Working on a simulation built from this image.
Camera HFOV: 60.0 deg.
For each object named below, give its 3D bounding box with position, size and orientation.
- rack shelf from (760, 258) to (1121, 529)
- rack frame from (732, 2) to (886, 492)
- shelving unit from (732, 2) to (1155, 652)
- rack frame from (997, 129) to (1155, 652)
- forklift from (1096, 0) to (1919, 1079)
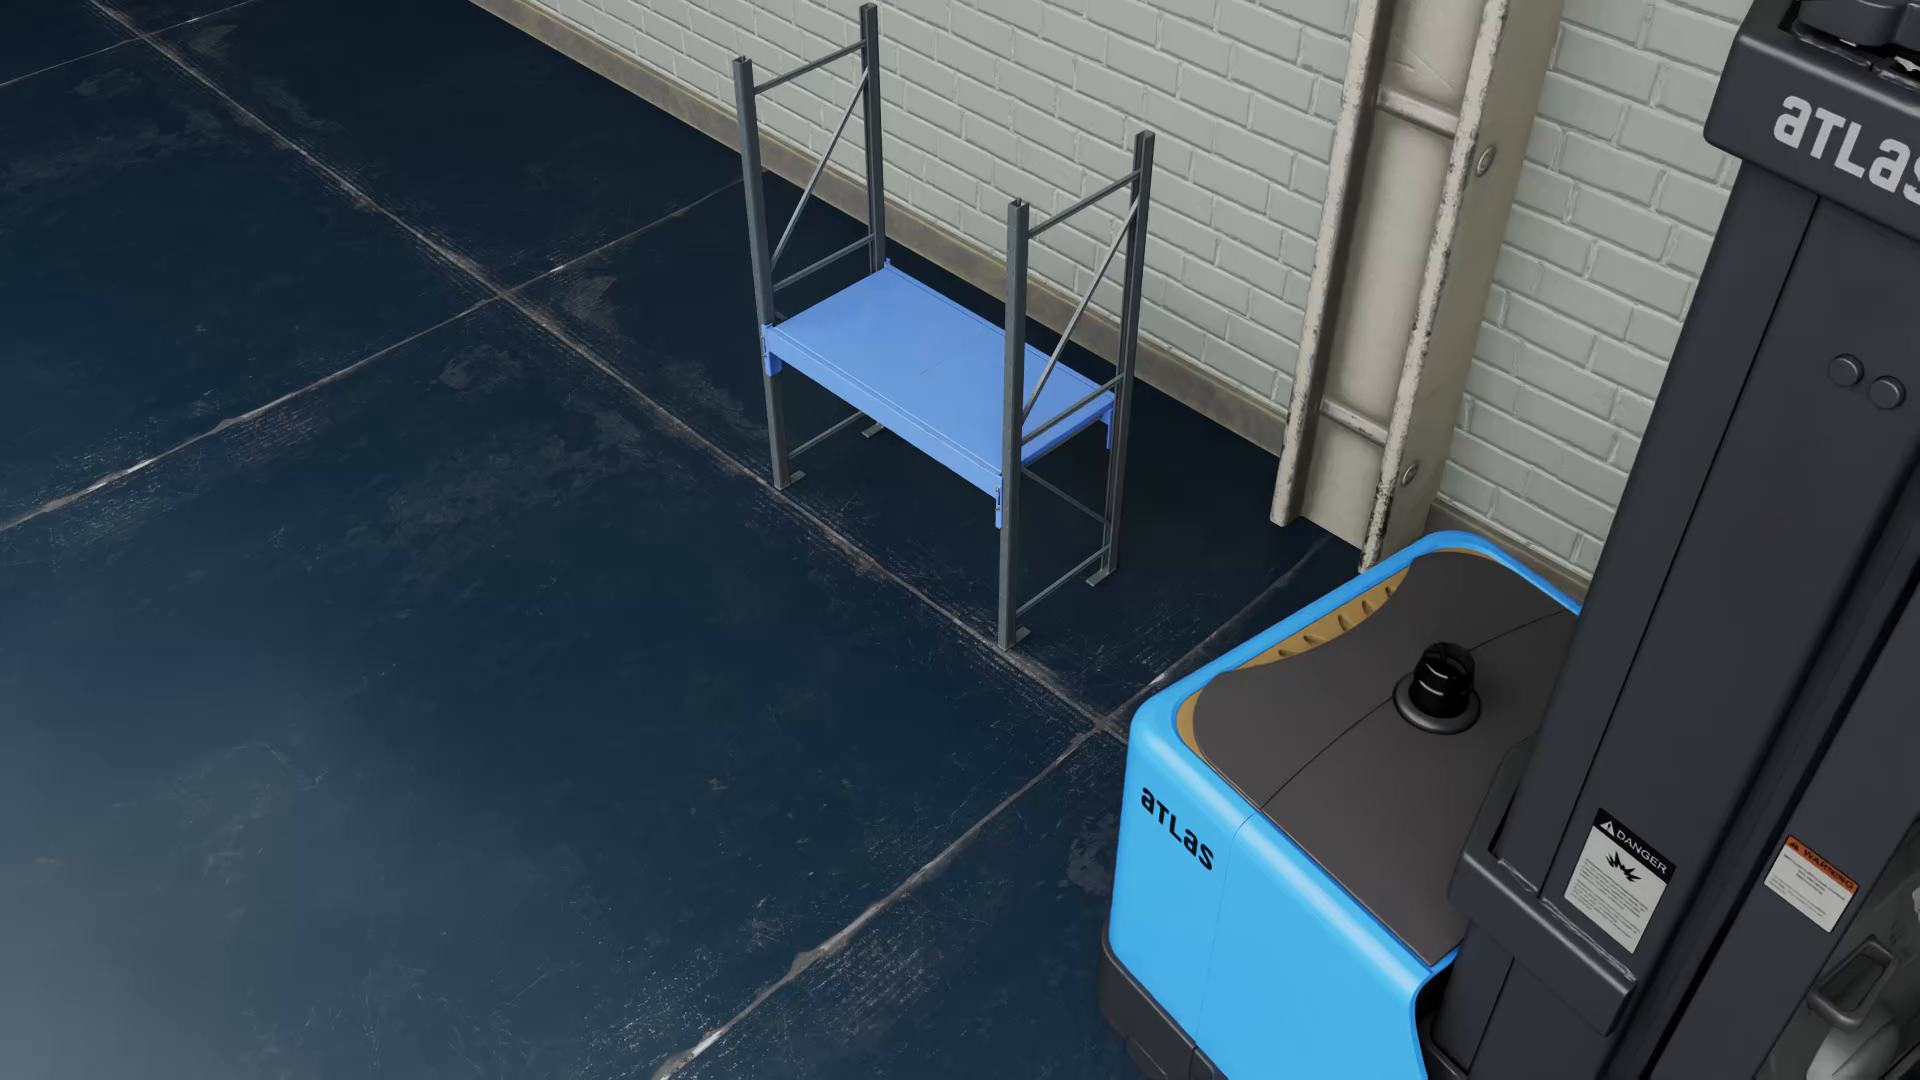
[{"bbox_3d":[-0.060,-0.460,4.907,0.538,0.185,1.000,-34,53,-31],"label":"rack shelf"},{"bbox_3d":[-0.419,-0.836,5.050,0.500,1.500,0.032,-34,53,-31],"label":"rack frame"},{"bbox_3d":[-0.060,-0.592,4.785,0.538,1.500,1.048,-34,53,-31],"label":"shelving unit"},{"bbox_3d":[0.299,-0.348,4.521,0.500,1.500,0.032,-34,53,-31],"label":"rack frame"},{"bbox_3d":[1.600,0.665,2.371,1.130,2.935,3.031,-26,49,-26],"label":"forklift"}]
